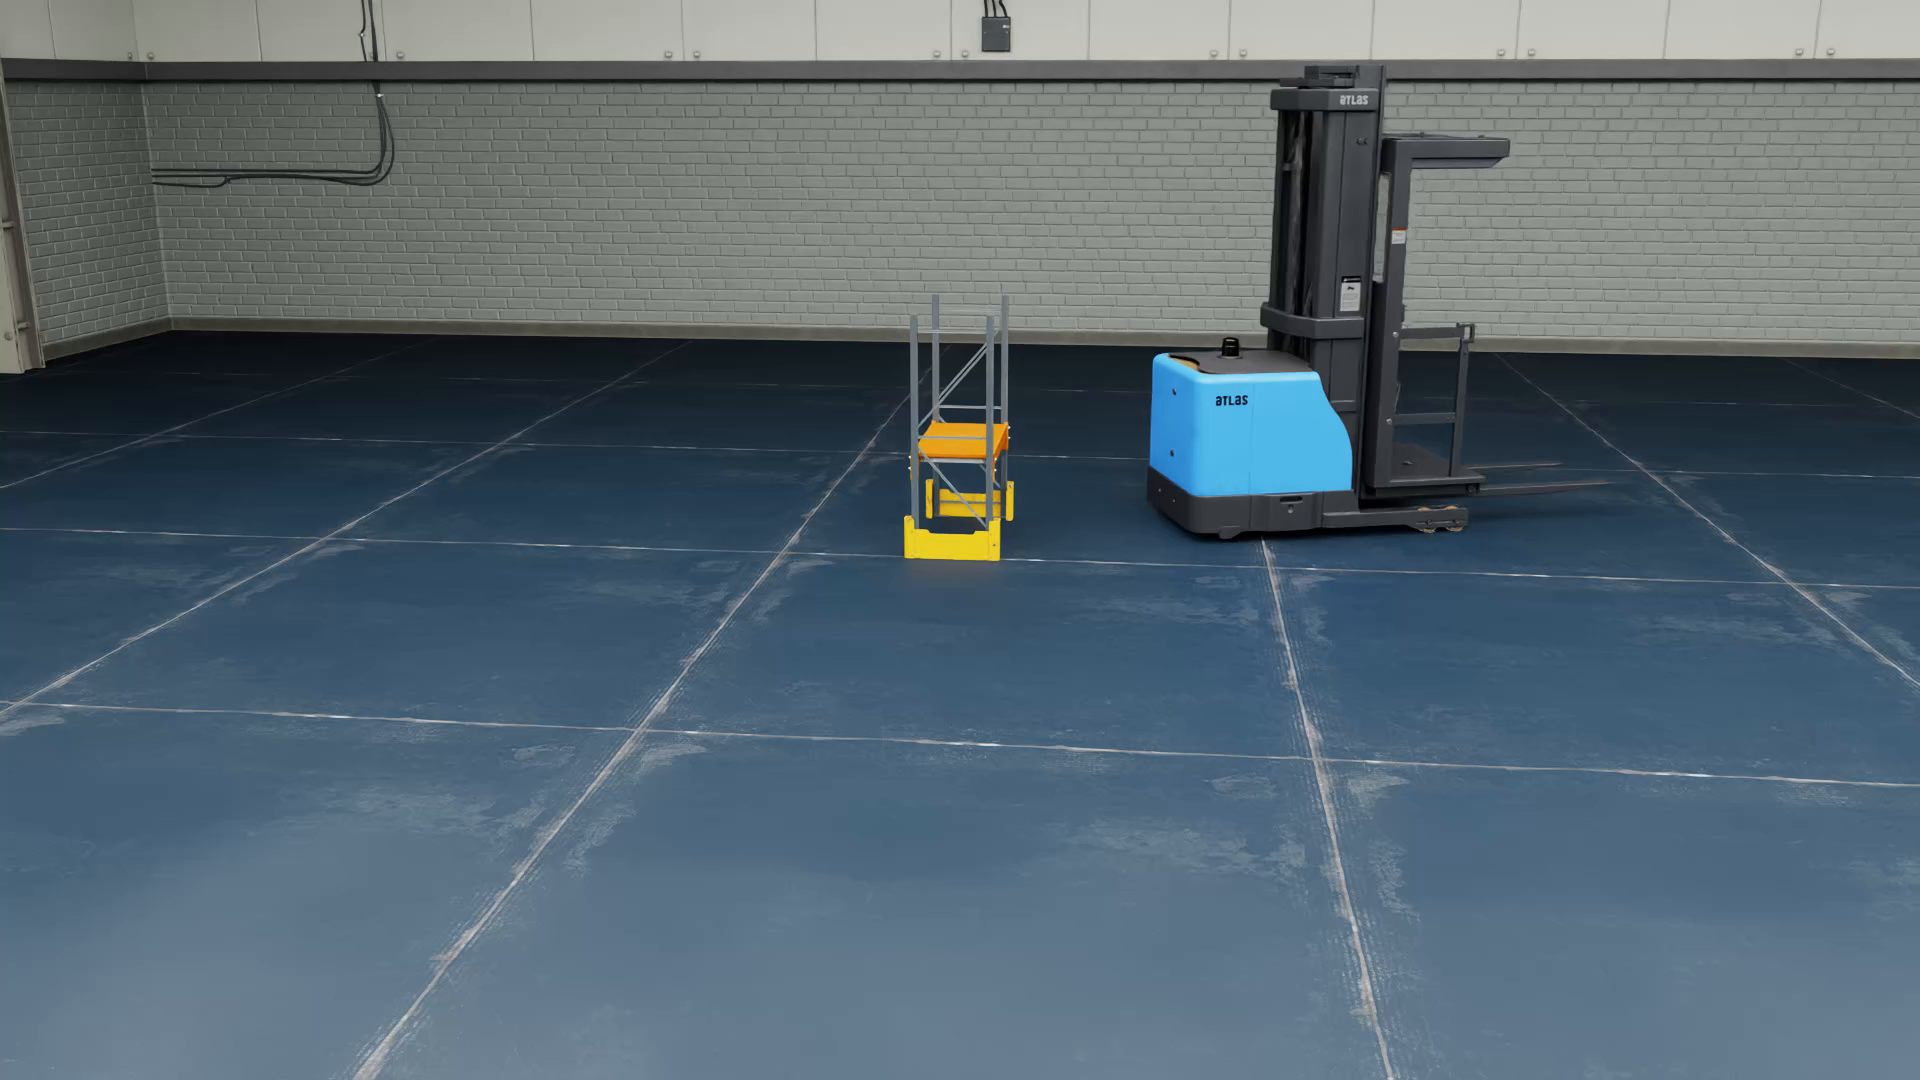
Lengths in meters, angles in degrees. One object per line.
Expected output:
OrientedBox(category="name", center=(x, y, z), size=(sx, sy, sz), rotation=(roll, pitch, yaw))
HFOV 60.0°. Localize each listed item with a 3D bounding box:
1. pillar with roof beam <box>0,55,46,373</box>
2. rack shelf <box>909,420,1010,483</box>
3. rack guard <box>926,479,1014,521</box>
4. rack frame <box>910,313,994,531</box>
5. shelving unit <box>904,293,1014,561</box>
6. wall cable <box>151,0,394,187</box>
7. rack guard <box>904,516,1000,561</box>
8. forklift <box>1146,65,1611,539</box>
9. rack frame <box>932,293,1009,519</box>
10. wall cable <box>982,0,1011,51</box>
OrientedBox(category="pillar with roof beam", center=(-5.415, -5.970, 15.499), size=(9.100, 9.000, 0.400), rotation=(2, 15, 6))
OrientedBox(category="rack shelf", center=(0.010, -0.572, 10.595), size=(0.538, 0.185, 1.000), rotation=(2, 15, 6))
OrientedBox(category="rack guard", center=(0.065, -0.270, 11.180), size=(0.587, 0.250, 0.087), rotation=(2, 15, 6))
OrientedBox(category="rack frame", center=(-0.048, -0.614, 10.061), size=(0.500, 1.500, 0.032), rotation=(2, 15, 6))
OrientedBox(category="shelving unit", center=(0.009, -0.744, 10.539), size=(0.587, 1.500, 1.083), rotation=(2, 15, 6))
OrientedBox(category="wall cable", center=(-8.046, -5.323, 19.055), size=(3.097, 2.526, 0.112), rotation=(2, 15, 6))
OrientedBox(category="rack guard", center=(-0.048, -0.011, 10.225), size=(0.587, 0.250, 0.087), rotation=(2, 15, 6))
OrientedBox(category="forklift", center=(2.851, -1.592, 10.933), size=(3.031, 2.935, 1.130), rotation=(-3, 15, -11))
OrientedBox(category="rack frame", center=(0.067, -0.878, 11.036), size=(0.500, 1.500, 0.032), rotation=(2, 15, 6))
OrientedBox(category="wall cable", center=(1.385, -8.179, 17.156), size=(2.305, 6.003, 0.169), rotation=(2, 15, 6))
